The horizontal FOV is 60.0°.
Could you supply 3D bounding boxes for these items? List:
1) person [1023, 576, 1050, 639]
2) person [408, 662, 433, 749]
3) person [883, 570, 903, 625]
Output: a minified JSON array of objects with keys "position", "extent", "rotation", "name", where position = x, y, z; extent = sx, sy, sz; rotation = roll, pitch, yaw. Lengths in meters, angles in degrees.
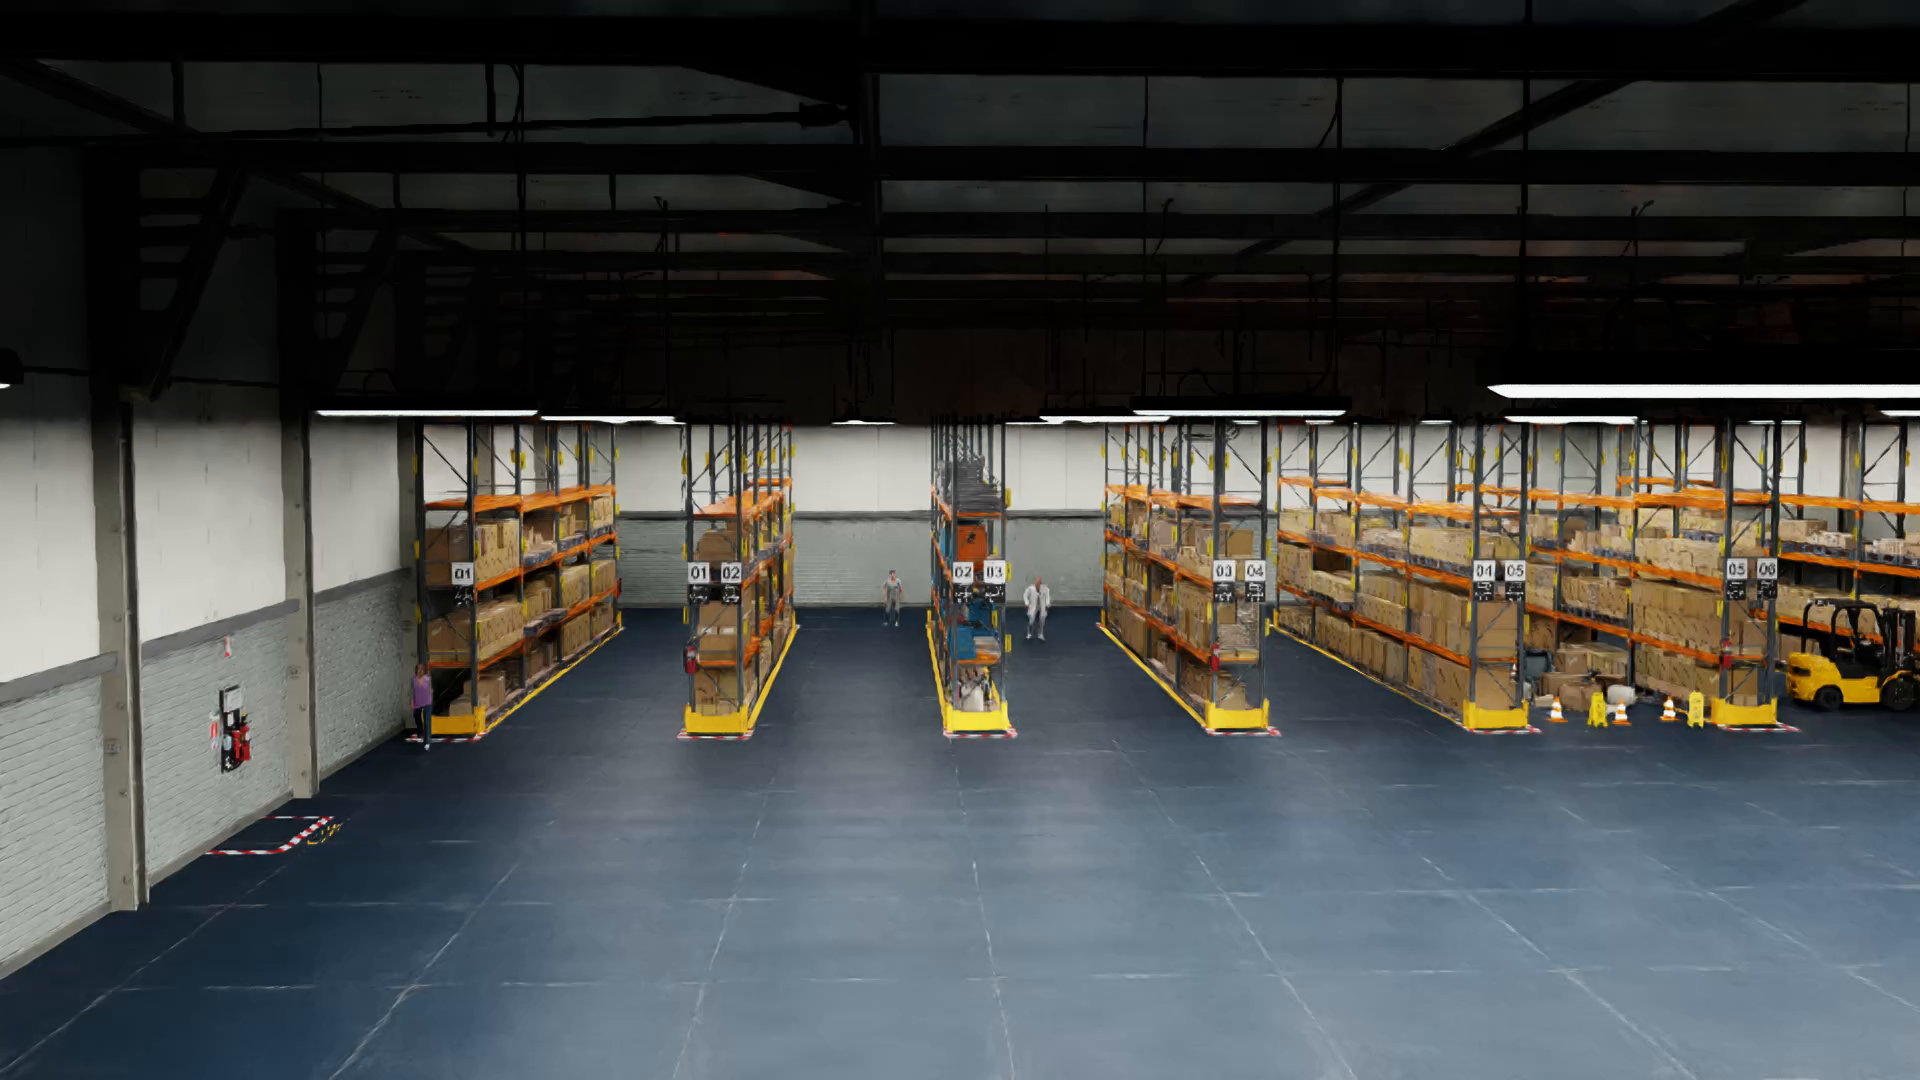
[{"position":[2.075,1.811,44.852],"extent":[0.729,1.733,0.546],"rotation":[0,4,-4],"name":"person"},{"position":[-9.592,2.928,29.598],"extent":[0.411,1.533,0.957],"rotation":[-1,4,-11],"name":"person"},{"position":[-1.938,1.662,47.917],"extent":[0.580,1.619,0.507],"rotation":[0,4,-4],"name":"person"}]
